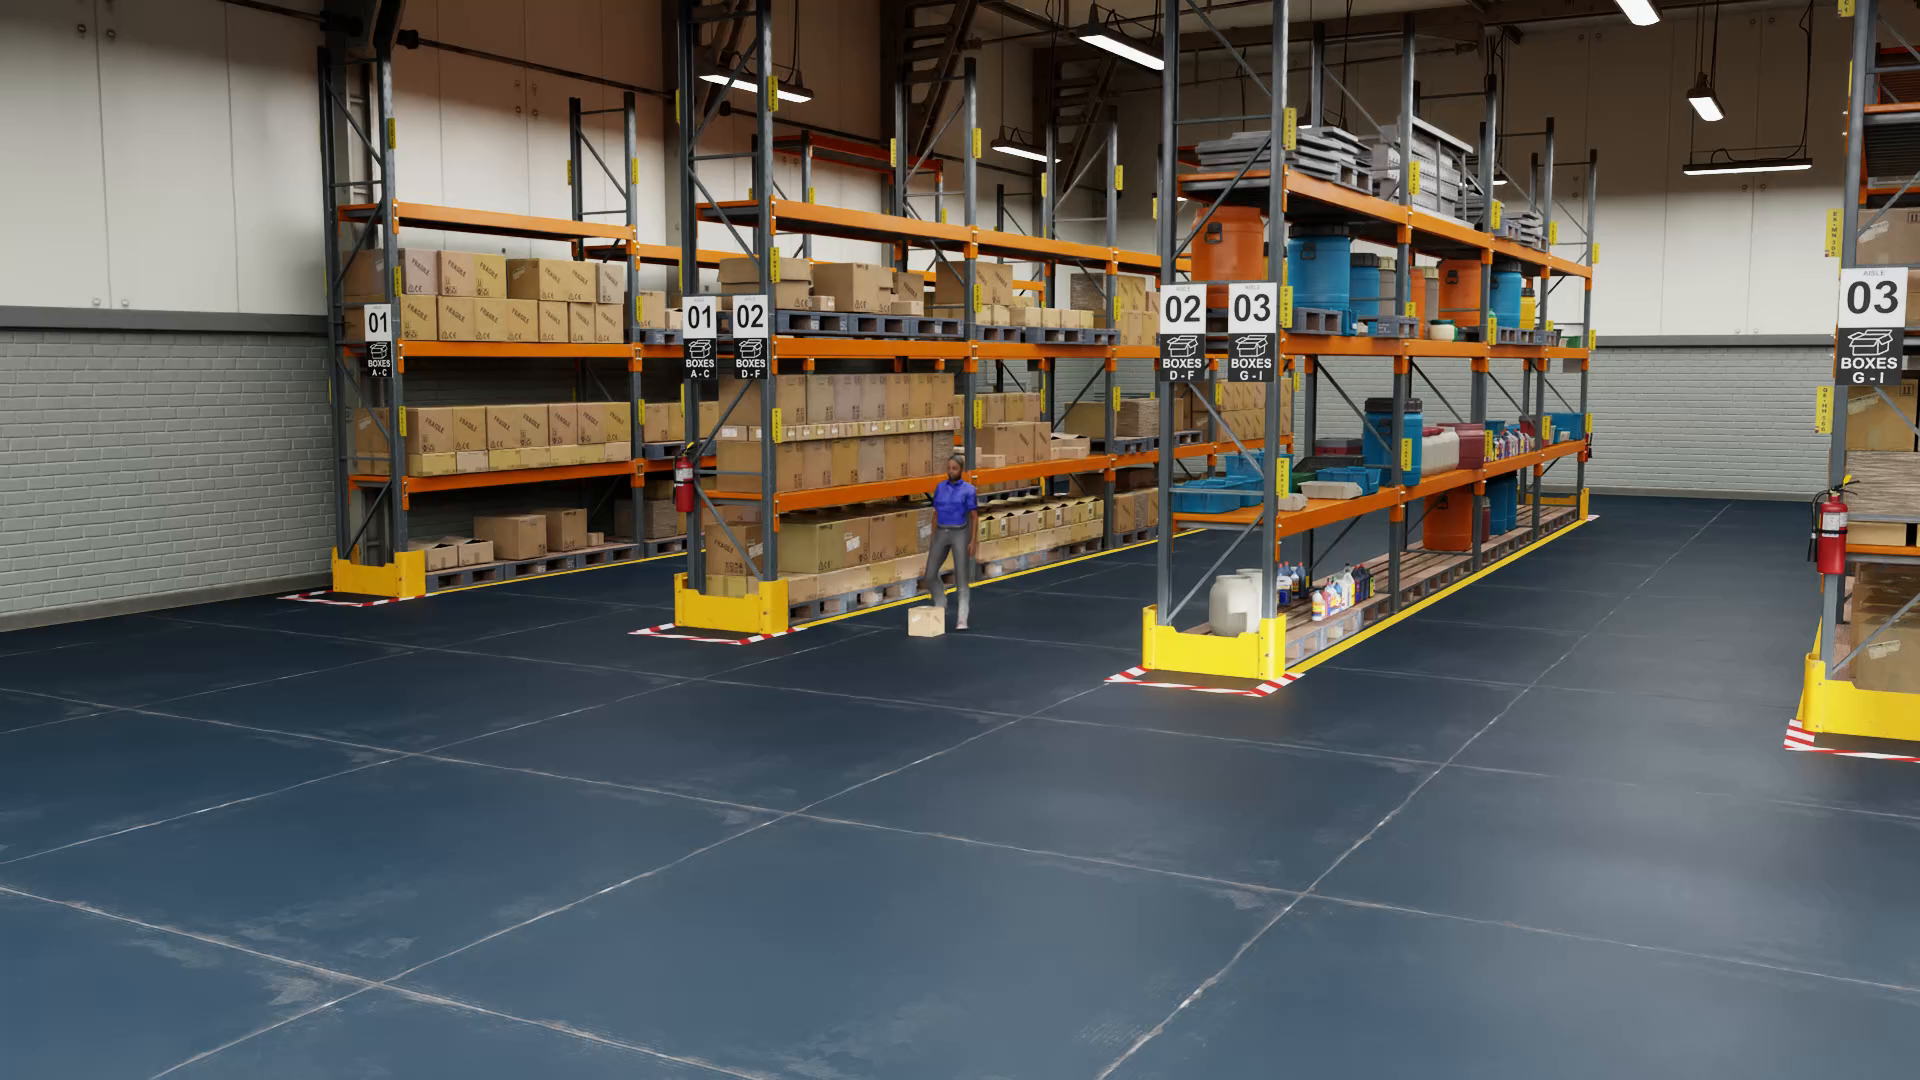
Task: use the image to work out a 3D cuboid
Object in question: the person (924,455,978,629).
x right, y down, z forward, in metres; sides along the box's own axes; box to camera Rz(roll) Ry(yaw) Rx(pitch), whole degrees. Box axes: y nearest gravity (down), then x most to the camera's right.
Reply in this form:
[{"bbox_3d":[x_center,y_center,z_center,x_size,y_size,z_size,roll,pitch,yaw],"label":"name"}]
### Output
[{"bbox_3d":[-0.088,0.005,16.137,0.542,1.663,0.484,2,6,18],"label":"person"}]
